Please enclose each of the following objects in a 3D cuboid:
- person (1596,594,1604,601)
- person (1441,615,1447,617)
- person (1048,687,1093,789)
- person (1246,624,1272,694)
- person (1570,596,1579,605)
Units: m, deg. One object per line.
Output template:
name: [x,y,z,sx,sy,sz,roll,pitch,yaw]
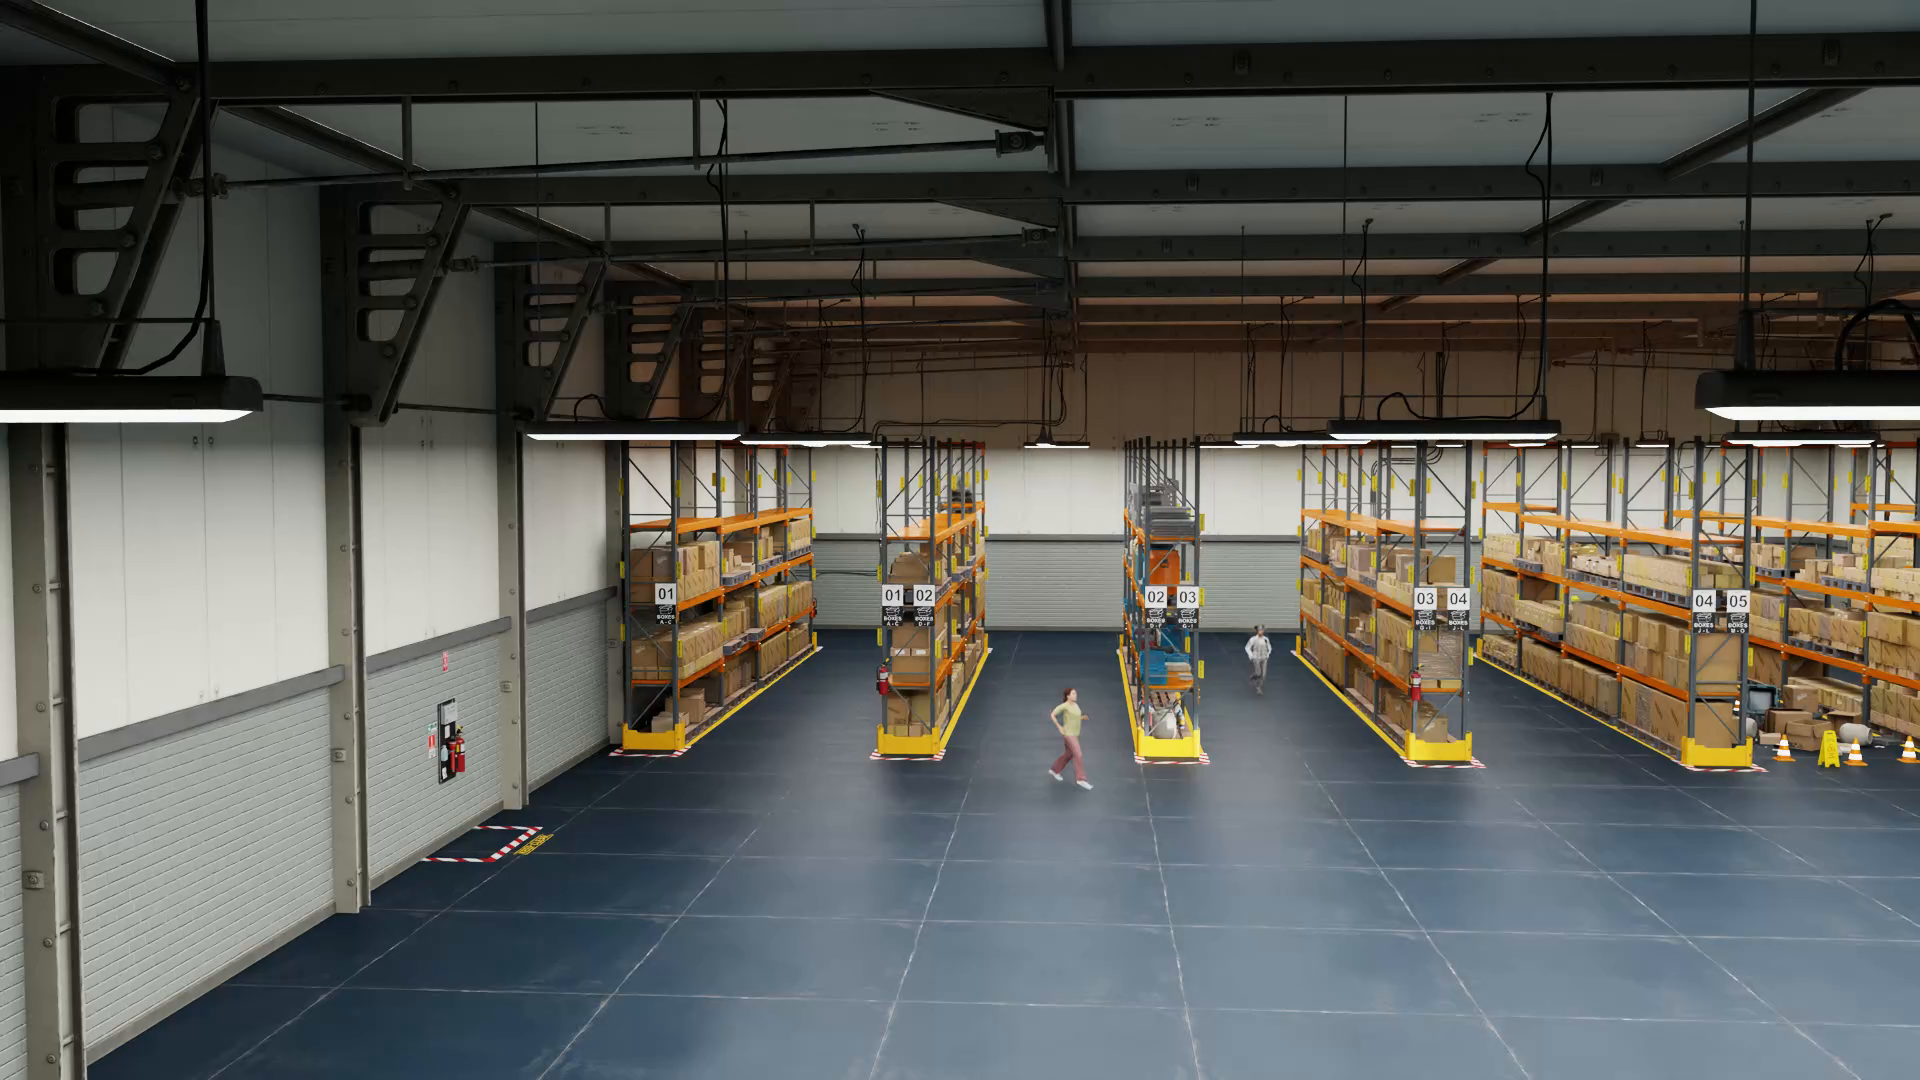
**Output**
person: [18.261,2.338,47.418,0.877,1.725,0.619,0,3,0]
person: [13.483,2.373,46.667,0.651,1.736,0.772,-3,4,-40]
person: [1.891,3.345,28.349,0.910,1.685,0.563,2,4,32]
person: [7.043,2.804,39.198,0.566,1.650,0.552,0,3,-8]
person: [16.682,2.427,45.164,0.669,1.825,0.766,-1,3,-12]
